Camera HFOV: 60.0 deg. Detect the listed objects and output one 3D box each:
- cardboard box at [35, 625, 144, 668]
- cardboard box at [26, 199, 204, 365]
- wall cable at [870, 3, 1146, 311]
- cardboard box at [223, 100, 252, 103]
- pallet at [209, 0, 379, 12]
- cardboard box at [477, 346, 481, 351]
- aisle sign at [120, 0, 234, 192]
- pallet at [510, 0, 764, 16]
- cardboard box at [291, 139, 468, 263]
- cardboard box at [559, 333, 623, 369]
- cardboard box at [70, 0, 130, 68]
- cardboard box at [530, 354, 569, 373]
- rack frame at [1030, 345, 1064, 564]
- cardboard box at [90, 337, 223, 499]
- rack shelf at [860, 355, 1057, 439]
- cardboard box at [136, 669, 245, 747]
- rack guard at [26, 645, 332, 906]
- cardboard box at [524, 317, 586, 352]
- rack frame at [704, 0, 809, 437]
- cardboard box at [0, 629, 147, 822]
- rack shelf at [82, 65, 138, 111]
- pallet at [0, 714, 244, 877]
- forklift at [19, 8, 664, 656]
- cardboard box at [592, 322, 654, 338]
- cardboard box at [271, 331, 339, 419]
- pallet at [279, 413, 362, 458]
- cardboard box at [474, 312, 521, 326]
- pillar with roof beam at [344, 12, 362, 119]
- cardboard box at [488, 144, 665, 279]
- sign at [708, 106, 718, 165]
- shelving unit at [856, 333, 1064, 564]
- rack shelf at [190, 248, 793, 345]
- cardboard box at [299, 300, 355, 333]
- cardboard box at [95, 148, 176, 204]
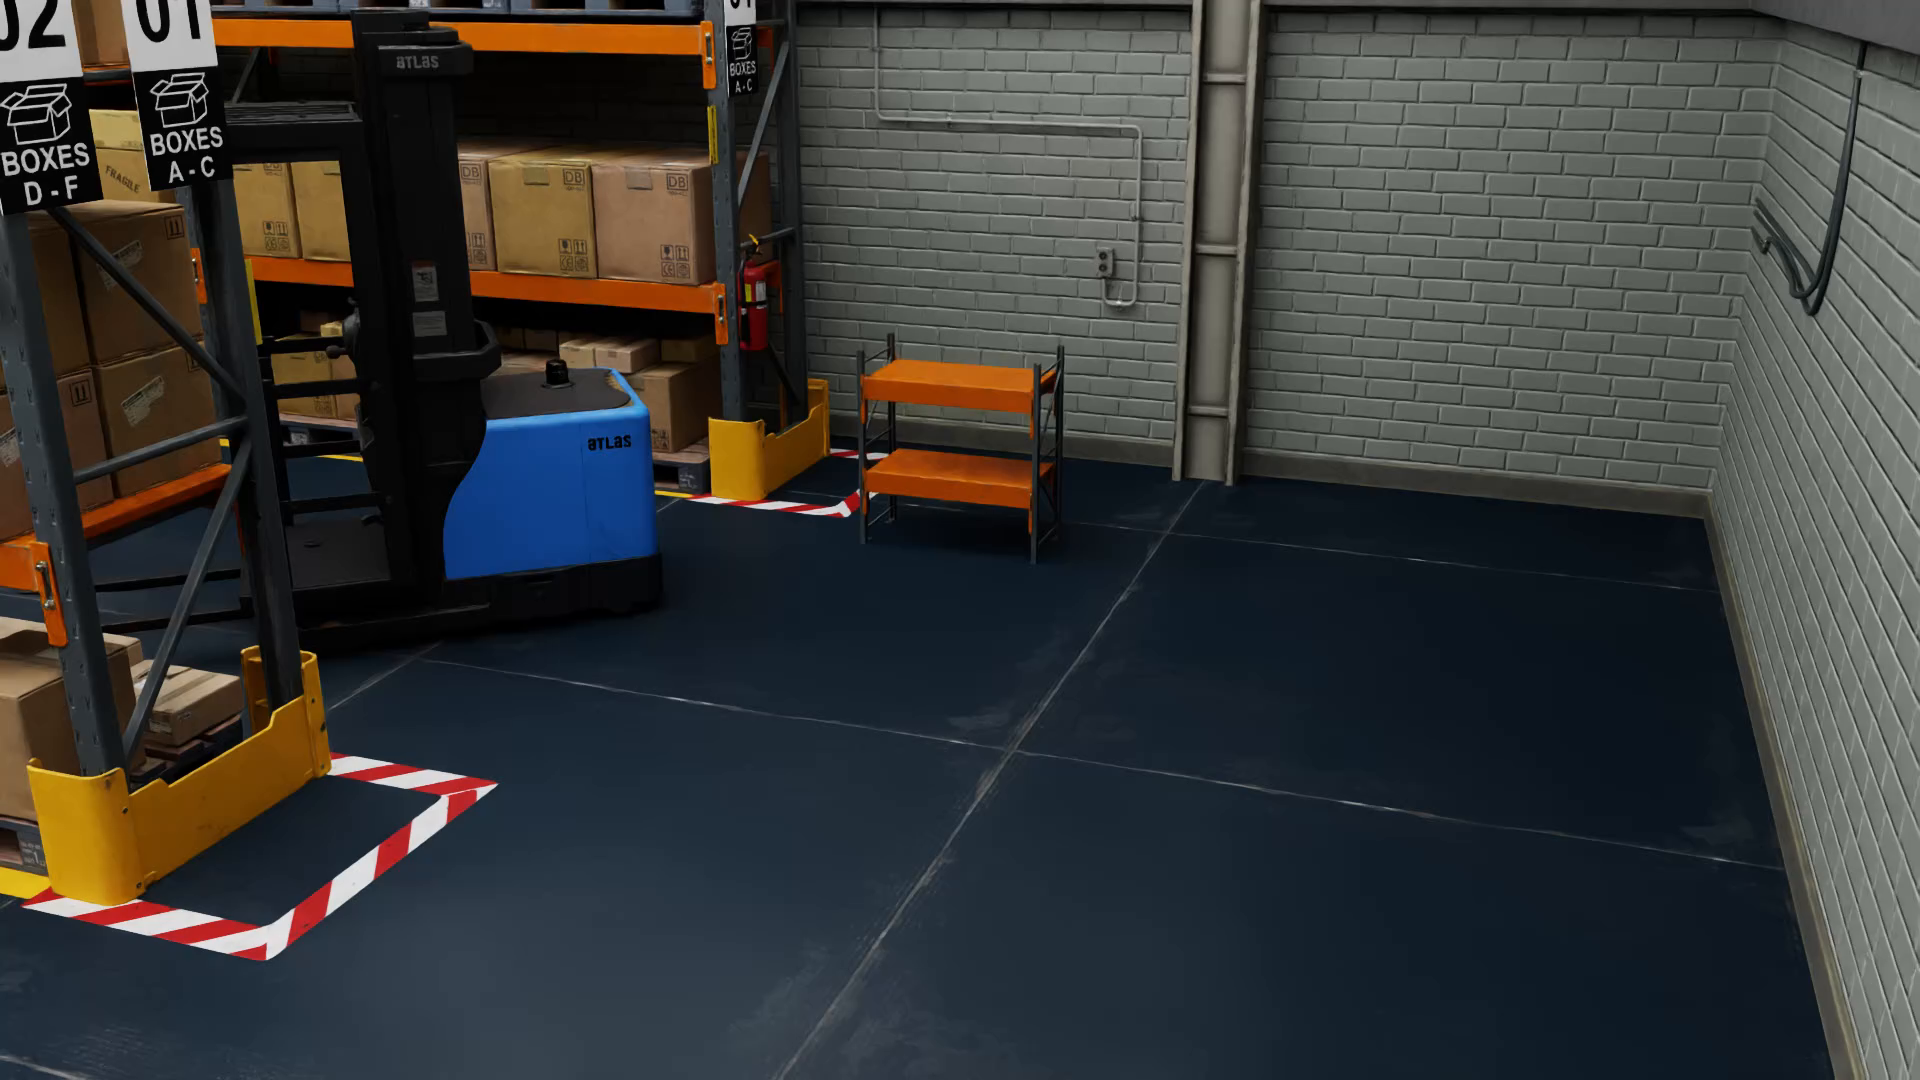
[{"bbox_3d":[-3.751,0.580,6.866,0.500,0.250,0.500,7,20,18],"label":"cardboard box"},{"bbox_3d":[-3.191,-0.959,6.101,0.500,0.500,0.500,7,20,20],"label":"cardboard box"},{"bbox_3d":[0.284,-2.486,10.608,1.851,1.984,0.084,7,20,18],"label":"wall cable"},{"bbox_3d":[-5.363,-2.965,11.751,0.500,0.250,0.500,7,20,20],"label":"cardboard box"},{"bbox_3d":[-4.245,-3.566,10.826,1.213,0.211,1.003,7,20,18],"label":"pallet"},{"bbox_3d":[-3.384,-1.077,11.268,0.500,0.500,0.700,7,20,19],"label":"cardboard box"},{"bbox_3d":[-2.697,-1.622,5.722,0.004,0.787,0.394,7,20,18],"label":"aisle sign"},{"bbox_3d":[-1.940,-3.302,10.070,1.213,0.211,1.003,7,20,18],"label":"pallet"},{"bbox_3d":[-3.820,-2.280,11.105,0.700,0.700,0.980,6,20,17],"label":"cardboard box"},{"bbox_3d":[-2.353,-1.204,10.648,0.250,0.149,0.380,7,20,20],"label":"cardboard box"},{"bbox_3d":[-3.260,-1.790,5.826,0.500,0.250,0.500,7,20,18],"label":"cardboard box"},{"bbox_3d":[-2.403,-0.967,10.954,0.500,0.500,0.700,6,20,18],"label":"cardboard box"},{"bbox_3d":[0.487,-0.476,9.231,0.032,1.125,0.500,7,20,18],"label":"rack frame"},{"bbox_3d":[-3.191,-0.487,6.265,0.500,0.500,0.500,7,20,19],"label":"cardboard box"},{"bbox_3d":[0.006,-0.807,9.293,1.000,0.278,0.538,7,20,18],"label":"rack shelf"},{"bbox_3d":[-3.141,0.676,6.742,0.250,0.149,0.380,7,20,18],"label":"cardboard box"},{"bbox_3d":[-2.930,0.862,6.344,0.348,0.500,1.175,7,20,18],"label":"rack guard"},{"bbox_3d":[-2.702,-1.377,11.144,0.250,0.149,0.380,7,20,19],"label":"cardboard box"},{"bbox_3d":[-1.236,-1.851,10.329,0.127,3.000,1.000,7,20,18],"label":"rack frame"},{"bbox_3d":[-3.452,0.680,6.197,0.500,0.500,0.500,7,20,18],"label":"cardboard box"},{"bbox_3d":[-4.747,-1.603,6.153,4.000,0.370,1.077,7,20,18],"label":"rack shelf"},{"bbox_3d":[-3.683,0.913,6.638,1.213,0.211,1.003,7,20,18],"label":"pallet"},{"bbox_3d":[-3.097,-1.002,7.998,3.031,2.935,1.130,-7,20,-19],"label":"forklift"},{"bbox_3d":[-2.225,-1.323,10.988,0.250,0.149,0.380,7,20,18],"label":"cardboard box"},{"bbox_3d":[-4.342,-1.188,11.587,0.500,0.500,0.700,7,20,19],"label":"cardboard box"},{"bbox_3d":[-4.322,-0.860,11.722,1.213,0.211,1.003,7,20,18],"label":"pallet"},{"bbox_3d":[-3.183,-1.432,11.302,0.250,0.149,0.380,6,20,17],"label":"cardboard box"},{"bbox_3d":[-5.482,-3.971,7.295,0.400,9.000,9.100,7,20,18],"label":"pillar with roof beam"},{"bbox_3d":[-2.412,-2.120,10.644,0.700,0.700,0.980,6,20,18],"label":"cardboard box"},{"bbox_3d":[-1.427,-2.342,9.619,0.005,0.325,0.100,7,20,18],"label":"sign"},{"bbox_3d":[0.006,-0.530,9.389,1.048,1.125,0.538,7,20,18],"label":"shelving unit"},{"bbox_3d":[-3.125,-1.727,11.067,4.000,0.370,1.077,7,20,18],"label":"rack shelf"},{"bbox_3d":[-4.413,-1.572,11.703,0.250,0.149,0.380,6,20,18],"label":"cardboard box"},{"bbox_3d":[-5.533,-2.451,11.418,0.500,0.500,0.500,6,20,17],"label":"cardboard box"}]
